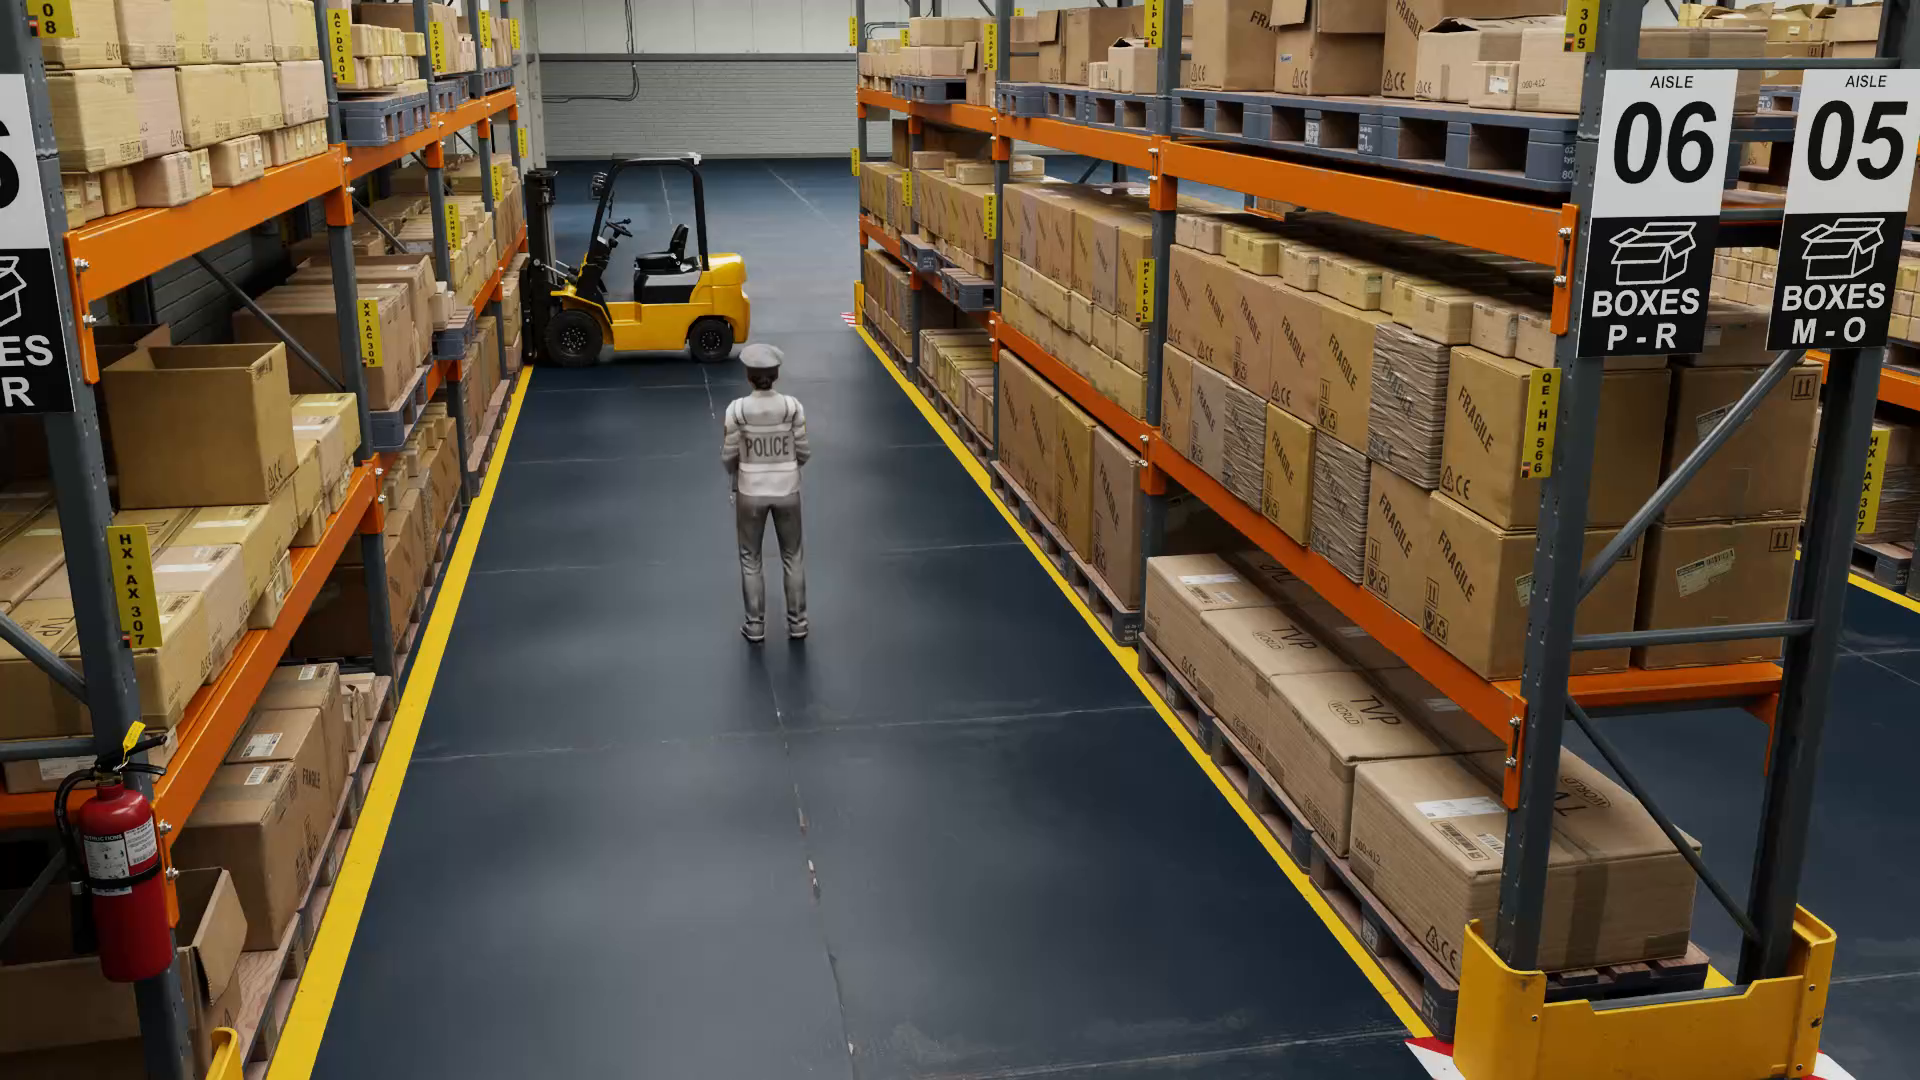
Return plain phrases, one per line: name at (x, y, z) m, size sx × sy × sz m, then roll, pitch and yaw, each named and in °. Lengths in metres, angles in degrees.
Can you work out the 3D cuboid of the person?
person at (-1.093, -0.251, 9.377) m, size 0.528 × 1.664 × 0.374 m, roll -3°, pitch 17°, yaw -10°
